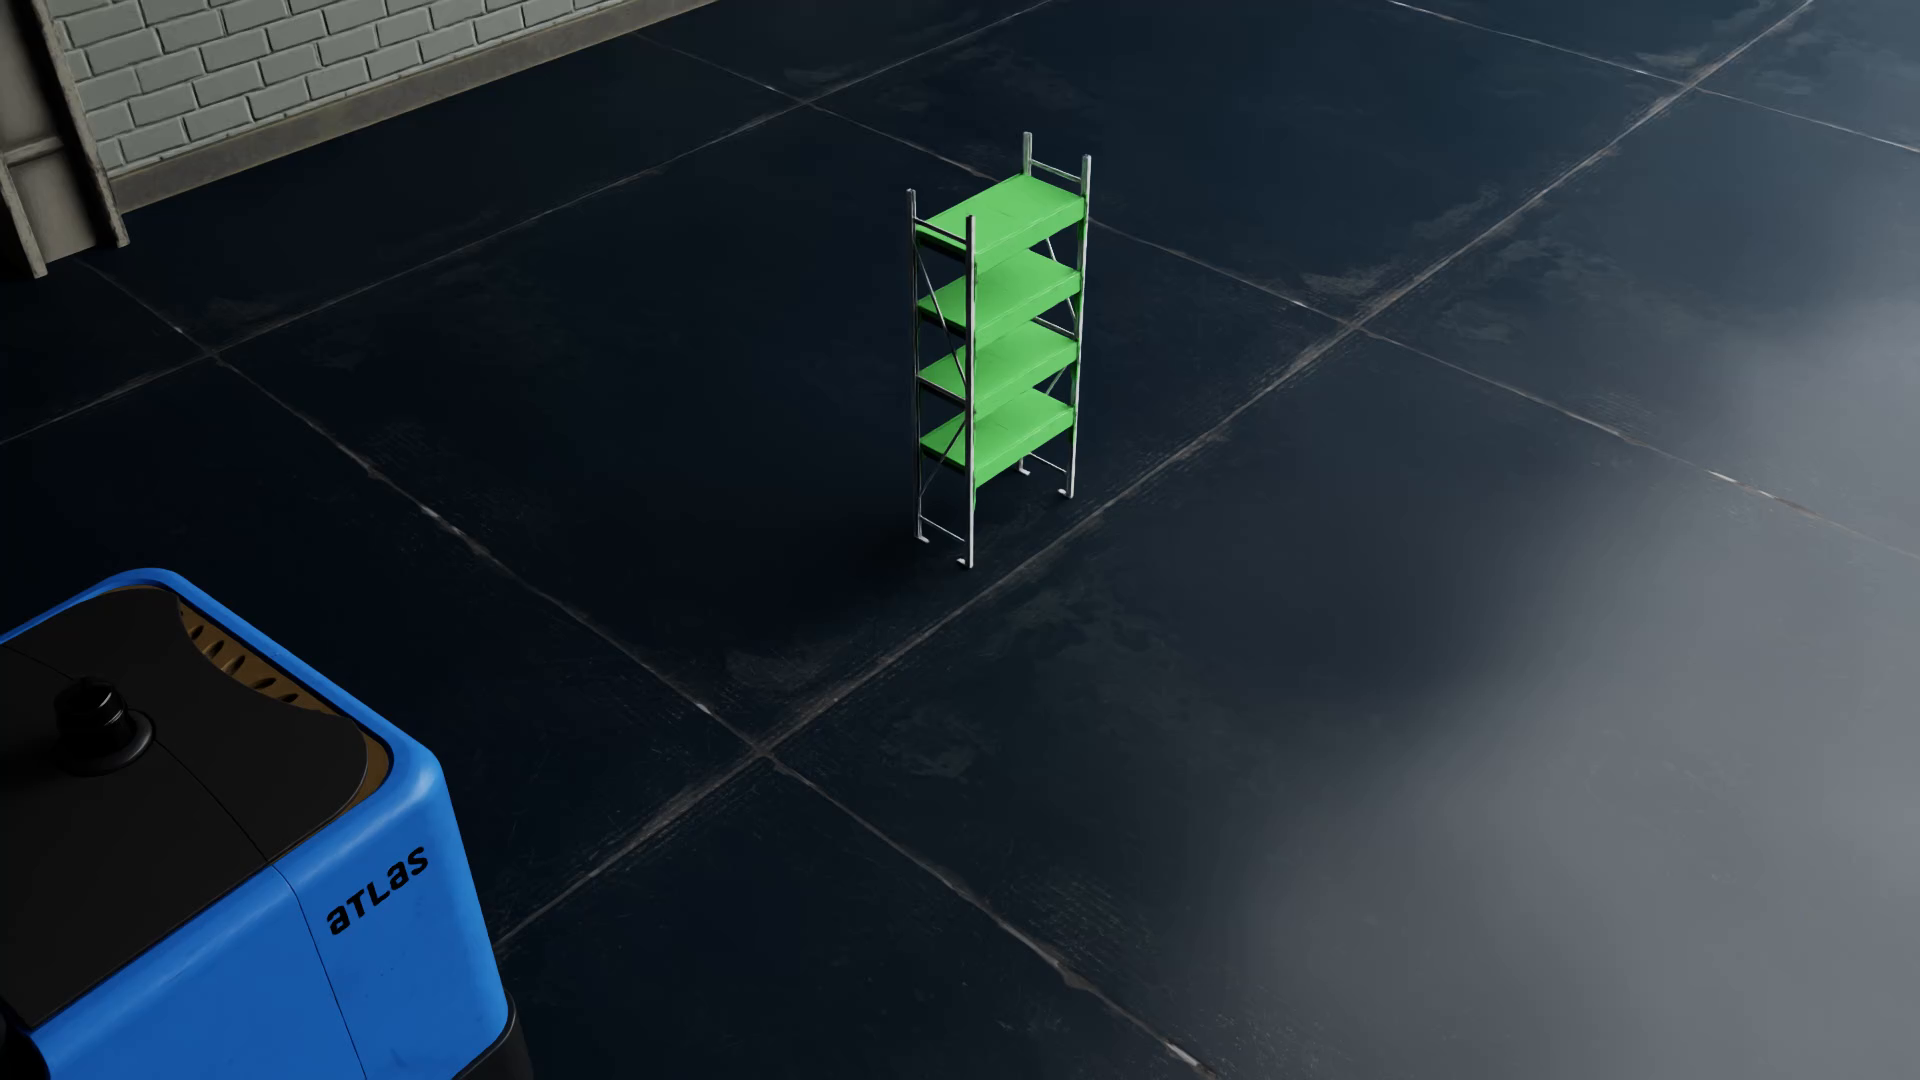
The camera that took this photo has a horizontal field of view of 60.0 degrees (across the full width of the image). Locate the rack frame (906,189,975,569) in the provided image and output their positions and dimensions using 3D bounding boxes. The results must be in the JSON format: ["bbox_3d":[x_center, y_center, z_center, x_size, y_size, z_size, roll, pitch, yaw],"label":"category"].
[{"bbox_3d":[-0.053,-0.434,4.831,0.240,1.200,0.015,30,47,32],"label":"rack frame"}]

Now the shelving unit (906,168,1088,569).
[{"bbox_3d":[0.108,-0.543,4.969,0.258,1.200,0.492,30,47,32],"label":"shelving unit"}]

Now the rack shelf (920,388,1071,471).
[{"bbox_3d":[0.112,-0.350,5.128,0.221,0.021,0.457,30,47,32],"label":"rack shelf"}]

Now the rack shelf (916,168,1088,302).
[{"bbox_3d":[0.112,-0.871,4.713,0.258,0.148,0.480,30,47,32],"label":"rack shelf"}]

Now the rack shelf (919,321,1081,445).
[{"bbox_3d":[0.112,-0.496,5.012,0.258,0.148,0.480,30,47,32],"label":"rack shelf"}]

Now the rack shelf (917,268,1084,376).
[{"bbox_3d":[0.112,-0.684,4.863,0.258,0.148,0.480,30,47,32],"label":"rack shelf"}]

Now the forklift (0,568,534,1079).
[{"bbox_3d":[-2.236,0.633,2.099,1.130,2.935,3.031,26,45,29],"label":"forklift"}]
